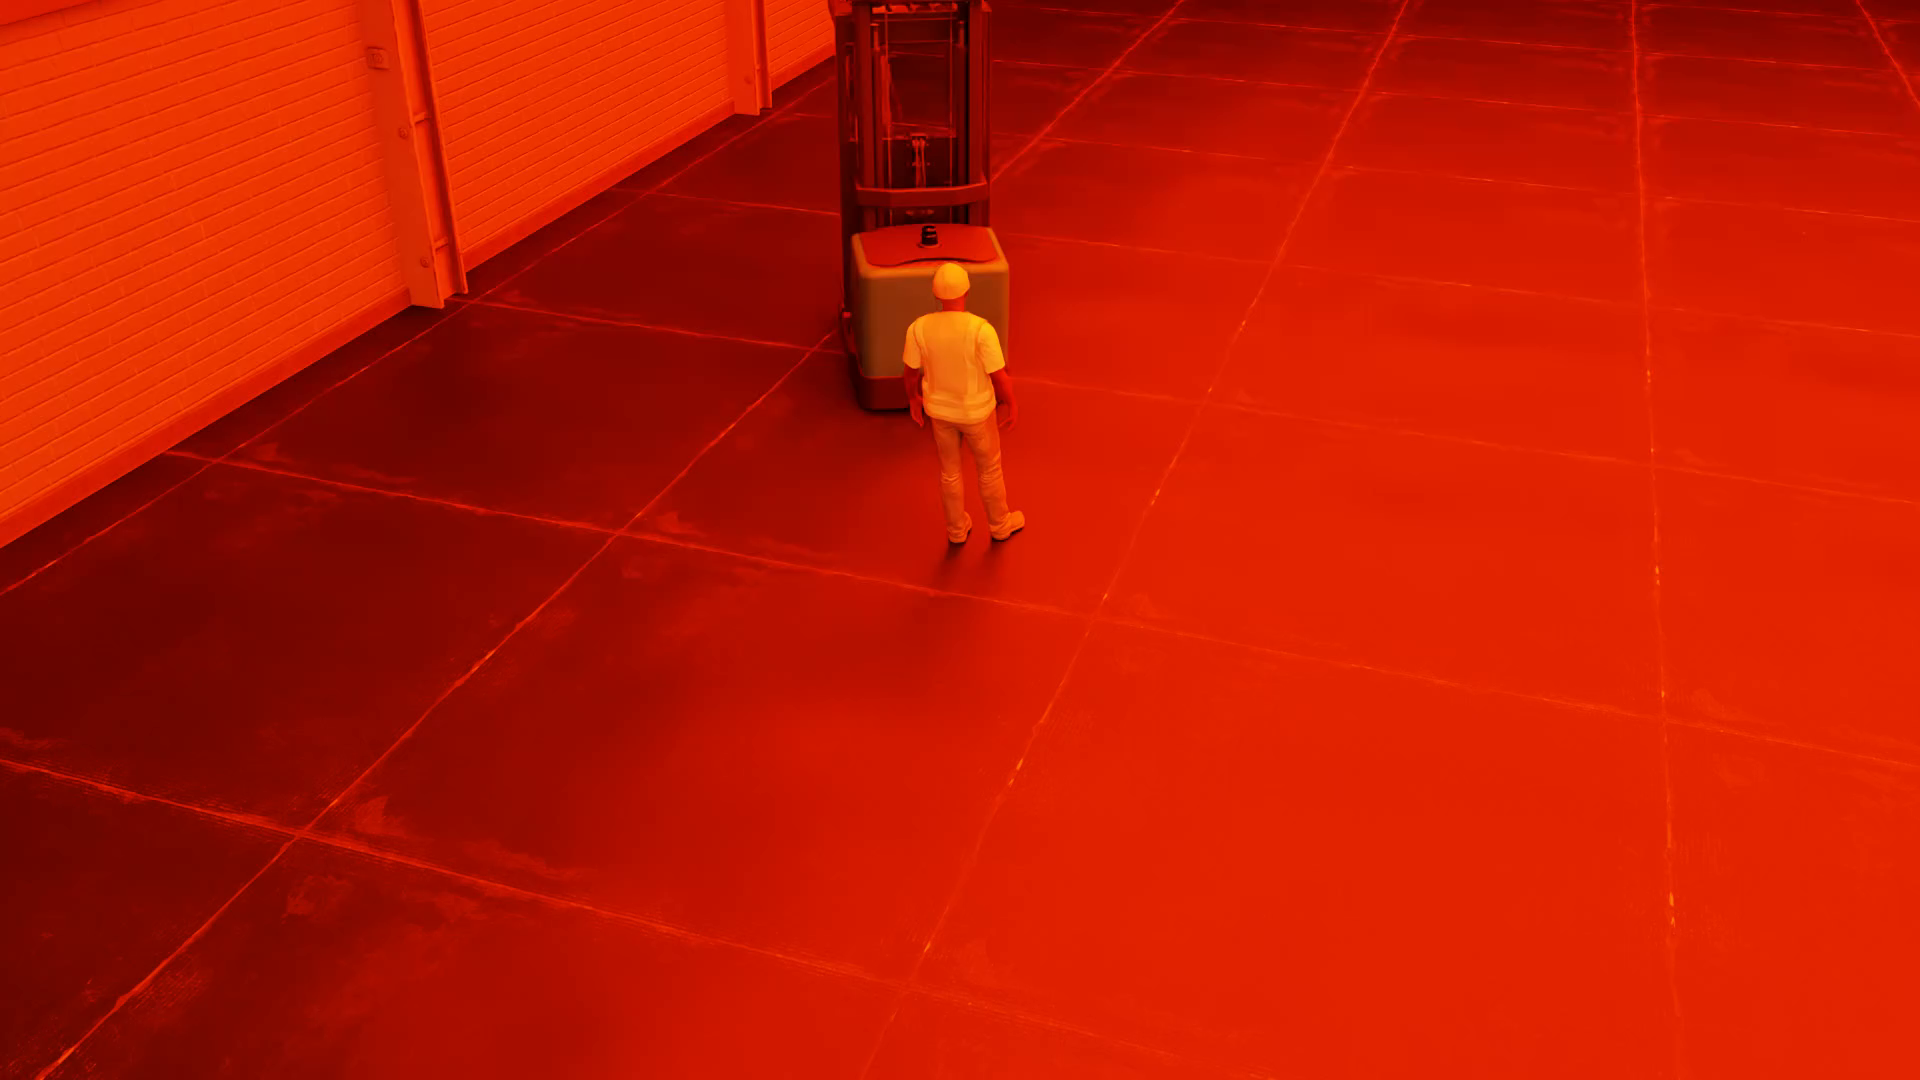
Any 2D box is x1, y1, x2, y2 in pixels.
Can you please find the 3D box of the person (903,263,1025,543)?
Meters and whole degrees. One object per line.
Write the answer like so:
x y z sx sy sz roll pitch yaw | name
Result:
0.028 -0.806 9.711 0.665 1.768 0.575 10 31 16 | person

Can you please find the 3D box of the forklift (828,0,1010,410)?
-0.360 -2.886 12.199 1.130 2.935 3.031 -4 30 -7 | forklift
